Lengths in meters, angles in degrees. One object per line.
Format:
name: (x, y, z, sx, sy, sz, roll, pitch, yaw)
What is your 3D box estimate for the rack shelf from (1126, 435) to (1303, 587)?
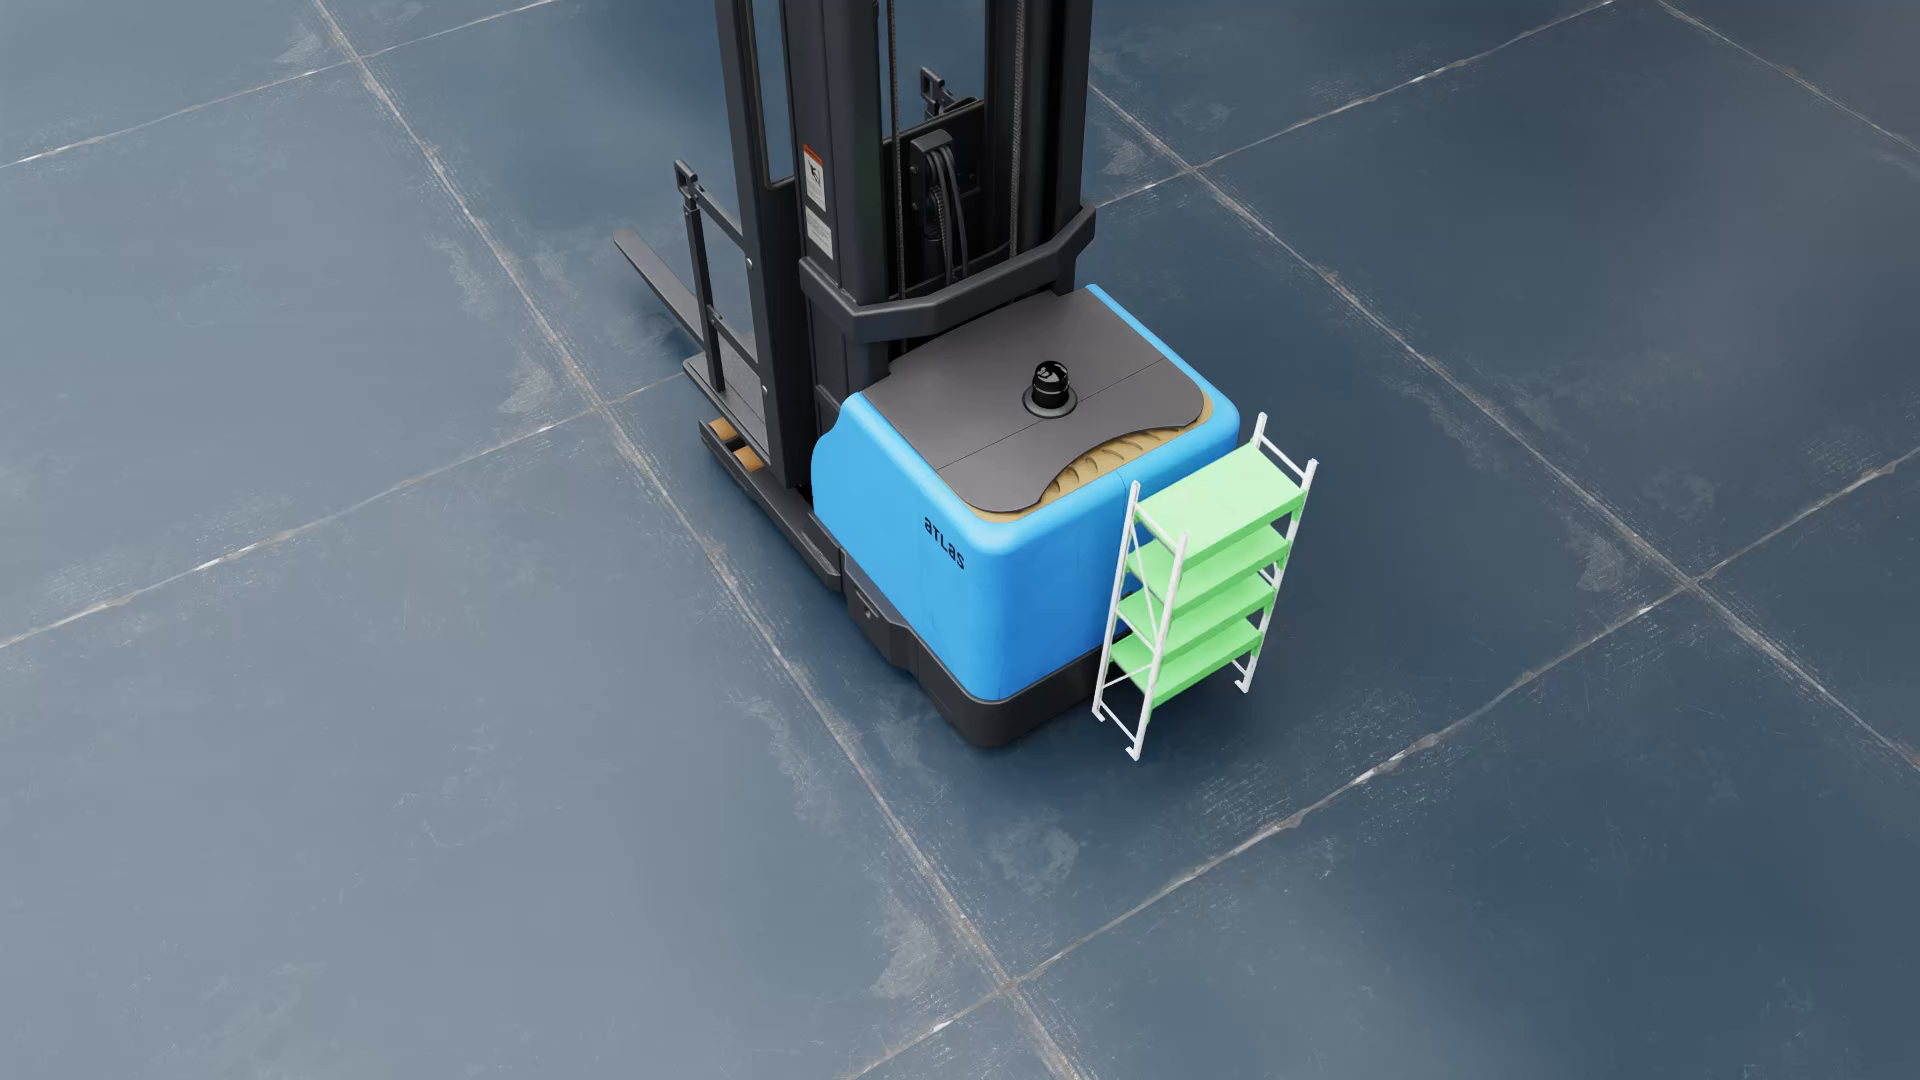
rack shelf: (0.750, -0.092, 4.964, 0.480, 0.148, 0.258, -28, 56, -23)

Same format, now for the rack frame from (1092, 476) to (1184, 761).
rack frame: (0.541, 0.280, 5.190, 0.015, 1.200, 0.240, -28, 56, -23)

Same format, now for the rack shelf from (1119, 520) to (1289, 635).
rack shelf: (0.744, 0.062, 5.149, 0.480, 0.148, 0.258, -28, 56, -23)

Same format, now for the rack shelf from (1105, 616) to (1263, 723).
rack shelf: (0.733, 0.369, 5.517, 0.480, 0.148, 0.258, -28, 56, -23)

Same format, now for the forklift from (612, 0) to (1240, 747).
forklift: (-0.356, -1.359, 5.498, 1.130, 2.935, 3.031, -27, 54, -22)

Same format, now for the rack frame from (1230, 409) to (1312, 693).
rack frame: (0.940, 0.070, 5.377, 0.015, 1.200, 0.240, -28, 56, -23)

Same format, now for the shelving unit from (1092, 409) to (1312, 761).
shelving unit: (0.740, 0.175, 5.284, 0.503, 1.200, 0.258, -28, 56, -23)

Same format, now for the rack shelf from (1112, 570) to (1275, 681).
rack shelf: (0.739, 0.216, 5.333, 0.480, 0.148, 0.258, -28, 56, -23)
